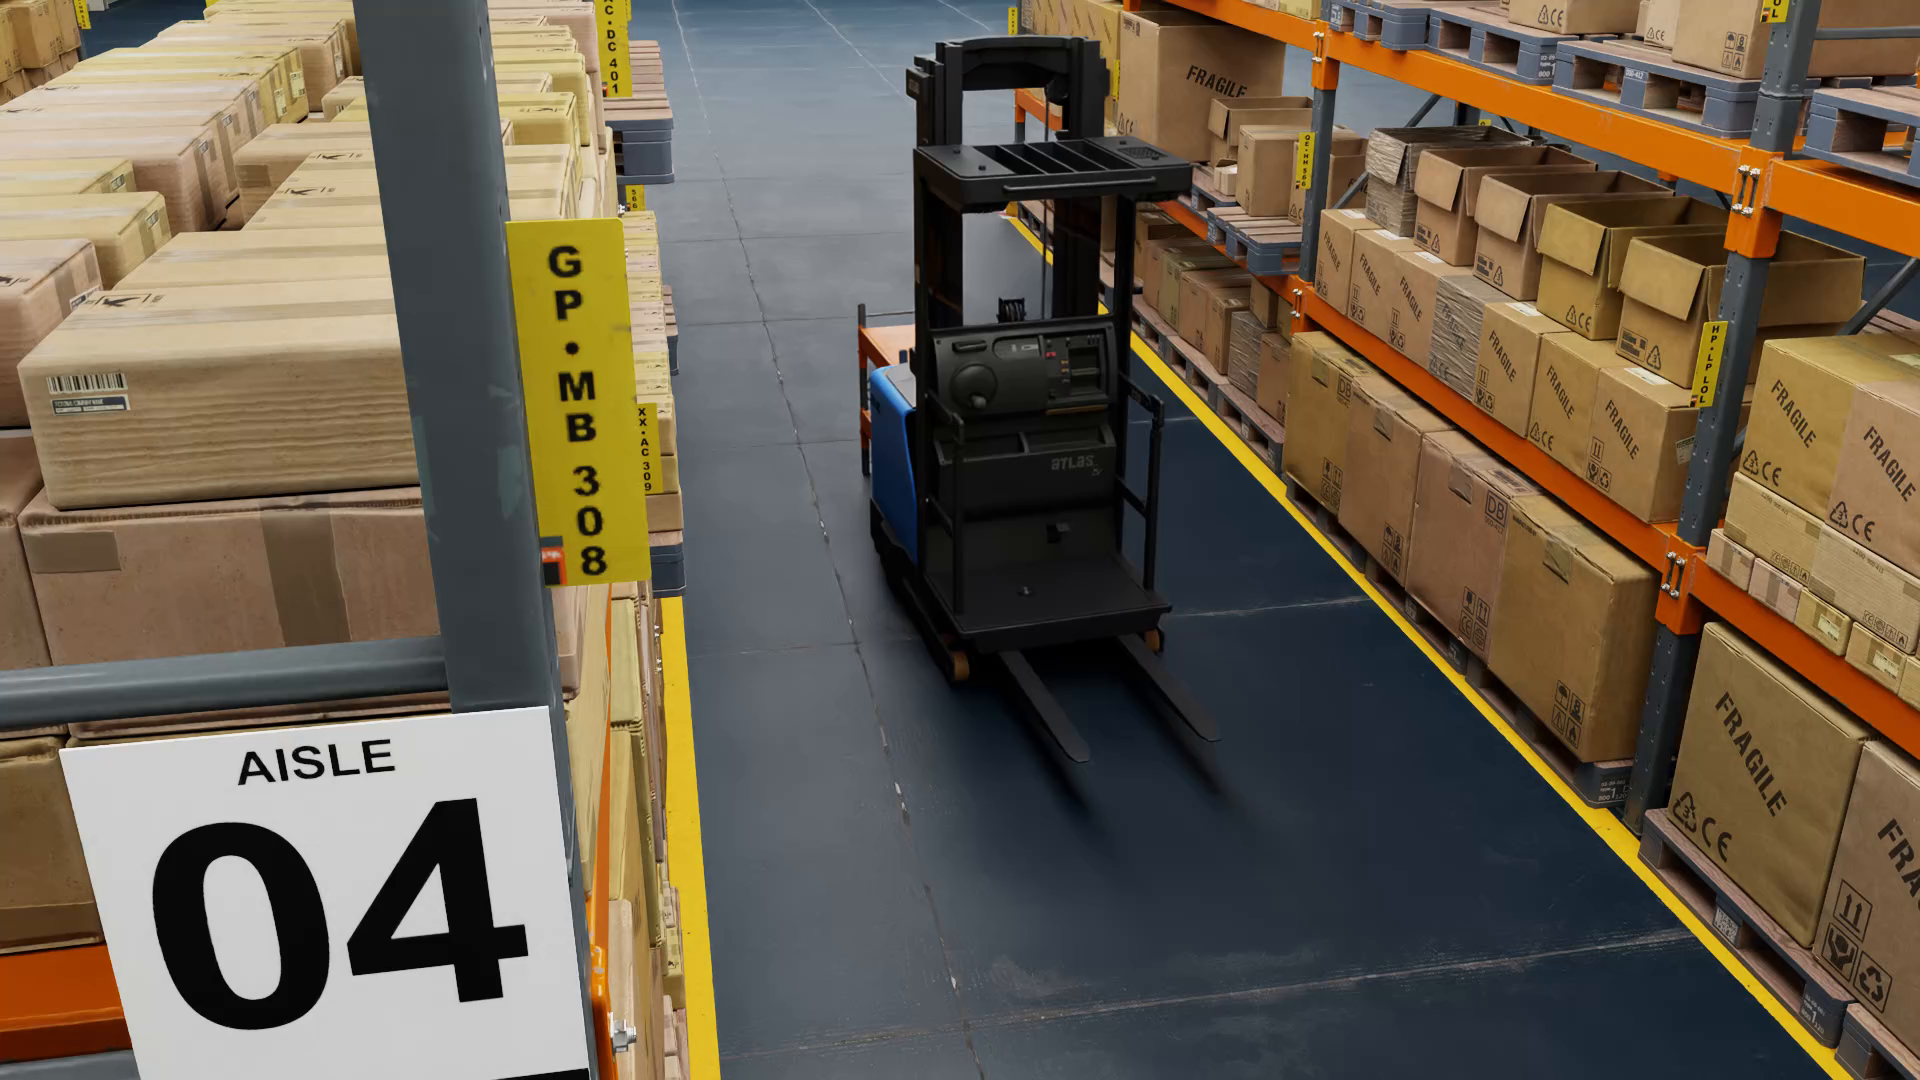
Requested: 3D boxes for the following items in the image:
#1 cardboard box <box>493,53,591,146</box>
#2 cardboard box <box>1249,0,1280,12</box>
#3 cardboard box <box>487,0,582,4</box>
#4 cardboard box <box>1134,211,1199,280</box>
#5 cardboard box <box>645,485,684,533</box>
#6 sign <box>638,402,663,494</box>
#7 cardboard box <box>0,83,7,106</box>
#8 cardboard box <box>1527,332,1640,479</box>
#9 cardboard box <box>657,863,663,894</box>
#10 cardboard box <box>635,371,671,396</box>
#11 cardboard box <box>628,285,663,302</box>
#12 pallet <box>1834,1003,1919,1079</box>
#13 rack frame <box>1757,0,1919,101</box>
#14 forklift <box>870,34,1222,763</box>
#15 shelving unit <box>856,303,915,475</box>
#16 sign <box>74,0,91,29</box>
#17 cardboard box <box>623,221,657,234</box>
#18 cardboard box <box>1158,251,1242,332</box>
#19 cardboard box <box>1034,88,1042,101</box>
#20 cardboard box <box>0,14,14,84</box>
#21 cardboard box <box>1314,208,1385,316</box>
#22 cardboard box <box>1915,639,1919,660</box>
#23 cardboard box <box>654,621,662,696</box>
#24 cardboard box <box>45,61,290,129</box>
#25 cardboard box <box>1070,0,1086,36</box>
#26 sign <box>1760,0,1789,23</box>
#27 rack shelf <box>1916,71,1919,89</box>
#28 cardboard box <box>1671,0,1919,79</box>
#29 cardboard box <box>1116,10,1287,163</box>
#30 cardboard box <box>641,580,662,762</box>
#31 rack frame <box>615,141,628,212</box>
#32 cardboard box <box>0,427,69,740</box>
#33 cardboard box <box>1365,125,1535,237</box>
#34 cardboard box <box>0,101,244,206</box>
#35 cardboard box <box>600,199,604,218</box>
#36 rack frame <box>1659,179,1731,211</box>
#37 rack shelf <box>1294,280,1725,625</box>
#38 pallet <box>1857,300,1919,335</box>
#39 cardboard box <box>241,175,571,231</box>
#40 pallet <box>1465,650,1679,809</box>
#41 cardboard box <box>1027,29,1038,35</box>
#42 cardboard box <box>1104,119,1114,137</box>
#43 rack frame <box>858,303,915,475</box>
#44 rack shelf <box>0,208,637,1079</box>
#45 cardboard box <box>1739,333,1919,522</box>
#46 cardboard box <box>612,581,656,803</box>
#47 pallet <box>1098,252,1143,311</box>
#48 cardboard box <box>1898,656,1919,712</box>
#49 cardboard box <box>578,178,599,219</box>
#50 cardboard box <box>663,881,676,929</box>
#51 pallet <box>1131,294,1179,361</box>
[{"bbox_3d":[-0.940,-0.879,3.331,0.380,0.149,0.250,-5,24,-11],"label":"cardboard box"},{"bbox_3d":[2.121,-3.438,10.314,0.500,0.250,0.500,-4,24,-10],"label":"cardboard box"},{"bbox_3d":[-1.213,-1.380,4.479,0.380,0.149,0.250,-4,24,-8],"label":"cardboard box"},{"bbox_3d":[1.781,-2.550,14.439,0.500,0.500,0.500,-5,24,-11],"label":"cardboard box"},{"bbox_3d":[-1.219,-0.135,6.100,0.380,0.149,0.250,-5,24,-12],"label":"cardboard box"},{"bbox_3d":[-1.066,-0.309,5.627,0.100,0.325,0.005,-4,24,-10],"label":"sign"},{"bbox_3d":[-7.927,-3.379,13.243,0.500,0.500,0.500,-5,24,-10],"label":"cardboard box"},{"bbox_3d":[2.855,-0.601,7.253,0.500,0.500,0.500,-4,24,-8],"label":"cardboard box"},{"bbox_3d":[-1.190,1.191,5.569,0.380,0.149,0.250,-4,24,-9],"label":"cardboard box"},{"bbox_3d":[-1.277,-0.517,6.231,0.380,0.149,0.250,-4,24,-8],"label":"cardboard box"},{"bbox_3d":[-1.512,-1.022,7.388,0.380,0.149,0.250,-4,24,-8],"label":"cardboard box"},{"bbox_3d":[3.588,1.868,5.210,1.003,0.211,1.213,-4,24,-10],"label":"pallet"},{"bbox_3d":[3.295,-2.945,5.250,1.000,3.000,0.127,-4,24,-10],"label":"rack frame"},{"bbox_3d":[0.389,-0.817,7.958,1.130,2.935,3.031,-7,24,-15],"label":"forklift"},{"bbox_3d":[-0.246,-0.776,10.122,0.538,1.125,1.048,-7,24,-15],"label":"shelving unit"},{"bbox_3d":[-8.114,-4.891,15.360,0.100,0.325,0.005,-4,24,-10],"label":"sign"},{"bbox_3d":[-1.752,-1.534,8.561,0.380,0.149,0.250,-5,24,-10],"label":"cardboard box"},{"bbox_3d":[1.978,-1.967,13.079,0.700,0.500,0.500,-4,24,-10],"label":"cardboard box"},{"bbox_3d":[0.953,-4.472,16.555,0.380,0.149,0.250,-4,24,-10],"label":"cardboard box"},{"bbox_3d":[-7.931,-3.841,13.050,0.700,0.500,0.500,-5,24,-11],"label":"cardboard box"},{"bbox_3d":[2.378,-1.604,9.549,0.500,0.500,0.500,-4,24,-8],"label":"cardboard box"},{"bbox_3d":[3.313,0.340,5.040,0.500,0.250,0.500,-4,24,-8],"label":"cardboard box"},{"bbox_3d":[-1.475,0.431,6.678,0.500,0.250,0.500,-5,24,-12],"label":"cardboard box"},{"bbox_3d":[-1.525,-0.831,3.223,0.380,0.149,0.250,-5,24,-11],"label":"cardboard box"},{"bbox_3d":[1.277,-4.533,14.635,0.500,0.500,0.500,-4,24,-10],"label":"cardboard box"},{"bbox_3d":[2.764,-1.908,5.583,0.100,0.325,0.005,-4,24,-10],"label":"sign"},{"bbox_3d":[11.182,-4.531,17.276,1.077,0.370,4.000,-4,24,-10],"label":"rack shelf"},{"bbox_3d":[3.178,-2.036,6.267,0.700,0.500,0.500,-4,24,-8],"label":"cardboard box"},{"bbox_3d":[1.825,-3.487,12.712,1.000,1.000,1.000,-4,24,-9],"label":"cardboard box"},{"bbox_3d":[-1.136,0.323,4.766,0.500,0.500,0.500,-5,24,-11],"label":"cardboard box"},{"bbox_3d":[-2.338,-1.442,9.304,1.000,3.000,0.127,-4,24,-10],"label":"rack frame"},{"bbox_3d":[-1.194,0.007,1.800,0.500,0.250,0.500,-5,24,-11],"label":"cardboard box"},{"bbox_3d":[2.675,-1.986,9.171,0.797,0.503,0.637,-3,24,-8],"label":"cardboard box"},{"bbox_3d":[-1.414,-0.628,2.757,0.380,0.149,0.250,-4,24,-9],"label":"cardboard box"},{"bbox_3d":[-1.067,-0.604,3.826,0.500,0.250,0.500,-5,24,-10],"label":"cardboard box"},{"bbox_3d":[6.683,-3.709,14.495,1.000,3.000,0.127,-4,24,-10],"label":"rack frame"},{"bbox_3d":[2.925,-0.653,8.396,1.077,0.370,4.000,-4,24,-10],"label":"rack shelf"},{"bbox_3d":[7.096,-1.644,13.251,1.003,0.211,1.213,-4,24,-10],"label":"pallet"},{"bbox_3d":[-0.702,-0.371,2.168,0.380,0.149,0.250,-4,24,-10],"label":"cardboard box"},{"bbox_3d":[3.078,0.784,7.691,1.003,0.211,1.213,-4,24,-10],"label":"pallet"},{"bbox_3d":[1.151,-4.880,16.679,0.875,0.500,0.500,-4,24,-10],"label":"cardboard box"},{"bbox_3d":[1.307,-3.582,14.518,0.380,0.149,0.250,-4,24,-10],"label":"cardboard box"},{"bbox_3d":[-0.390,-0.972,10.569,0.500,1.125,0.032,-7,24,-15],"label":"rack frame"},{"bbox_3d":[-1.228,-0.127,3.444,1.077,0.370,4.000,-4,24,-10],"label":"rack shelf"},{"bbox_3d":[3.132,-0.400,5.797,0.500,0.500,0.500,-4,24,-10],"label":"cardboard box"},{"bbox_3d":[-0.952,0.264,3.653,0.500,0.500,0.500,-5,24,-11],"label":"cardboard box"},{"bbox_3d":[1.657,-2.326,14.813,1.003,0.211,1.213,-4,24,-10],"label":"pallet"},{"bbox_3d":[3.219,0.471,5.238,0.380,0.149,0.250,-5,24,-10],"label":"cardboard box"},{"bbox_3d":[-0.863,-0.427,2.795,0.500,0.250,0.500,-4,24,-9],"label":"cardboard box"},{"bbox_3d":[-1.165,1.315,5.657,0.380,0.149,0.250,-5,24,-12],"label":"cardboard box"},{"bbox_3d":[1.961,-1.759,13.513,1.003,0.211,1.213,-4,24,-10],"label":"pallet"}]
